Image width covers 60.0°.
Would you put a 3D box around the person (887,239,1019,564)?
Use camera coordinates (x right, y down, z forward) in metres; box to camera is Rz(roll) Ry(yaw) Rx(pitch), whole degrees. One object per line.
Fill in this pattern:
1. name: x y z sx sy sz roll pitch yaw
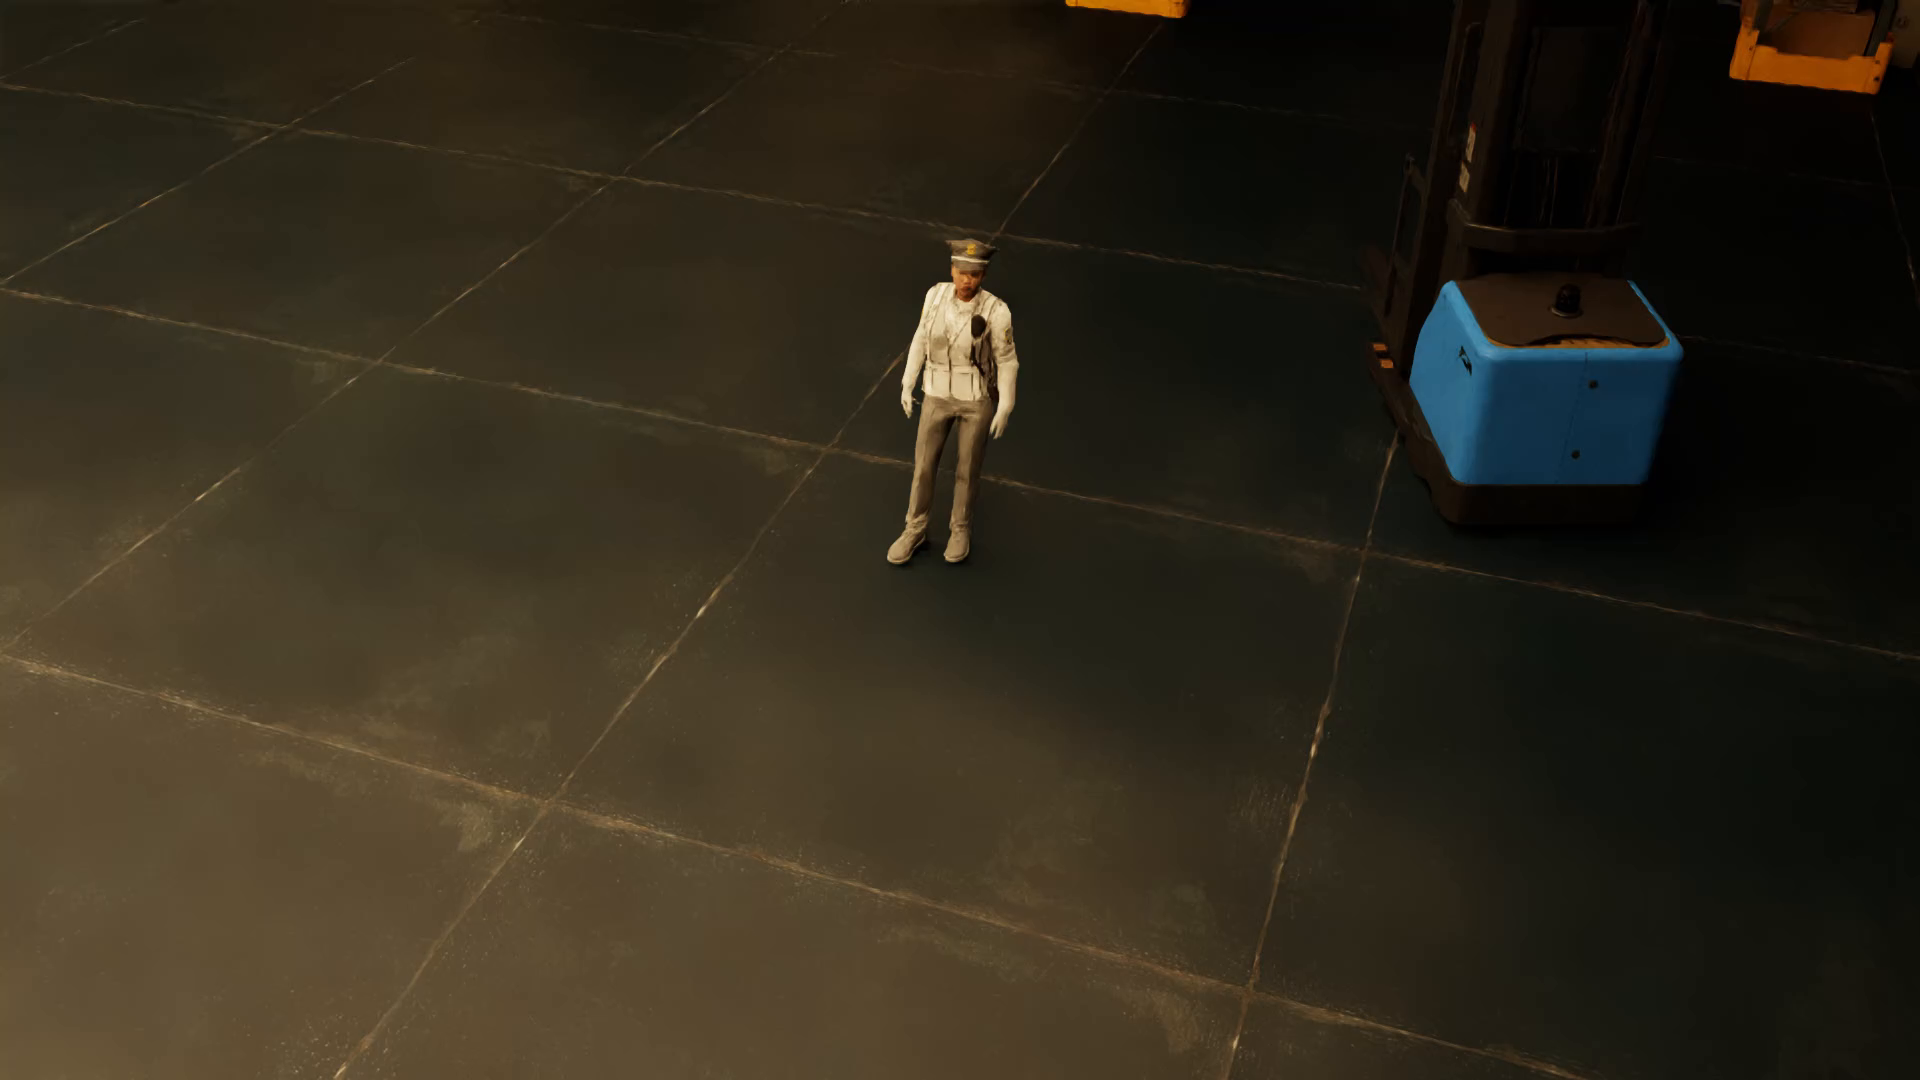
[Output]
1. person: -0.029 -0.662 8.101 0.586 1.695 0.532 12 37 16

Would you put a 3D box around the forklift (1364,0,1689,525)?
1. forklift: 3.034 -2.093 9.063 1.130 2.935 3.031 0 35 0
